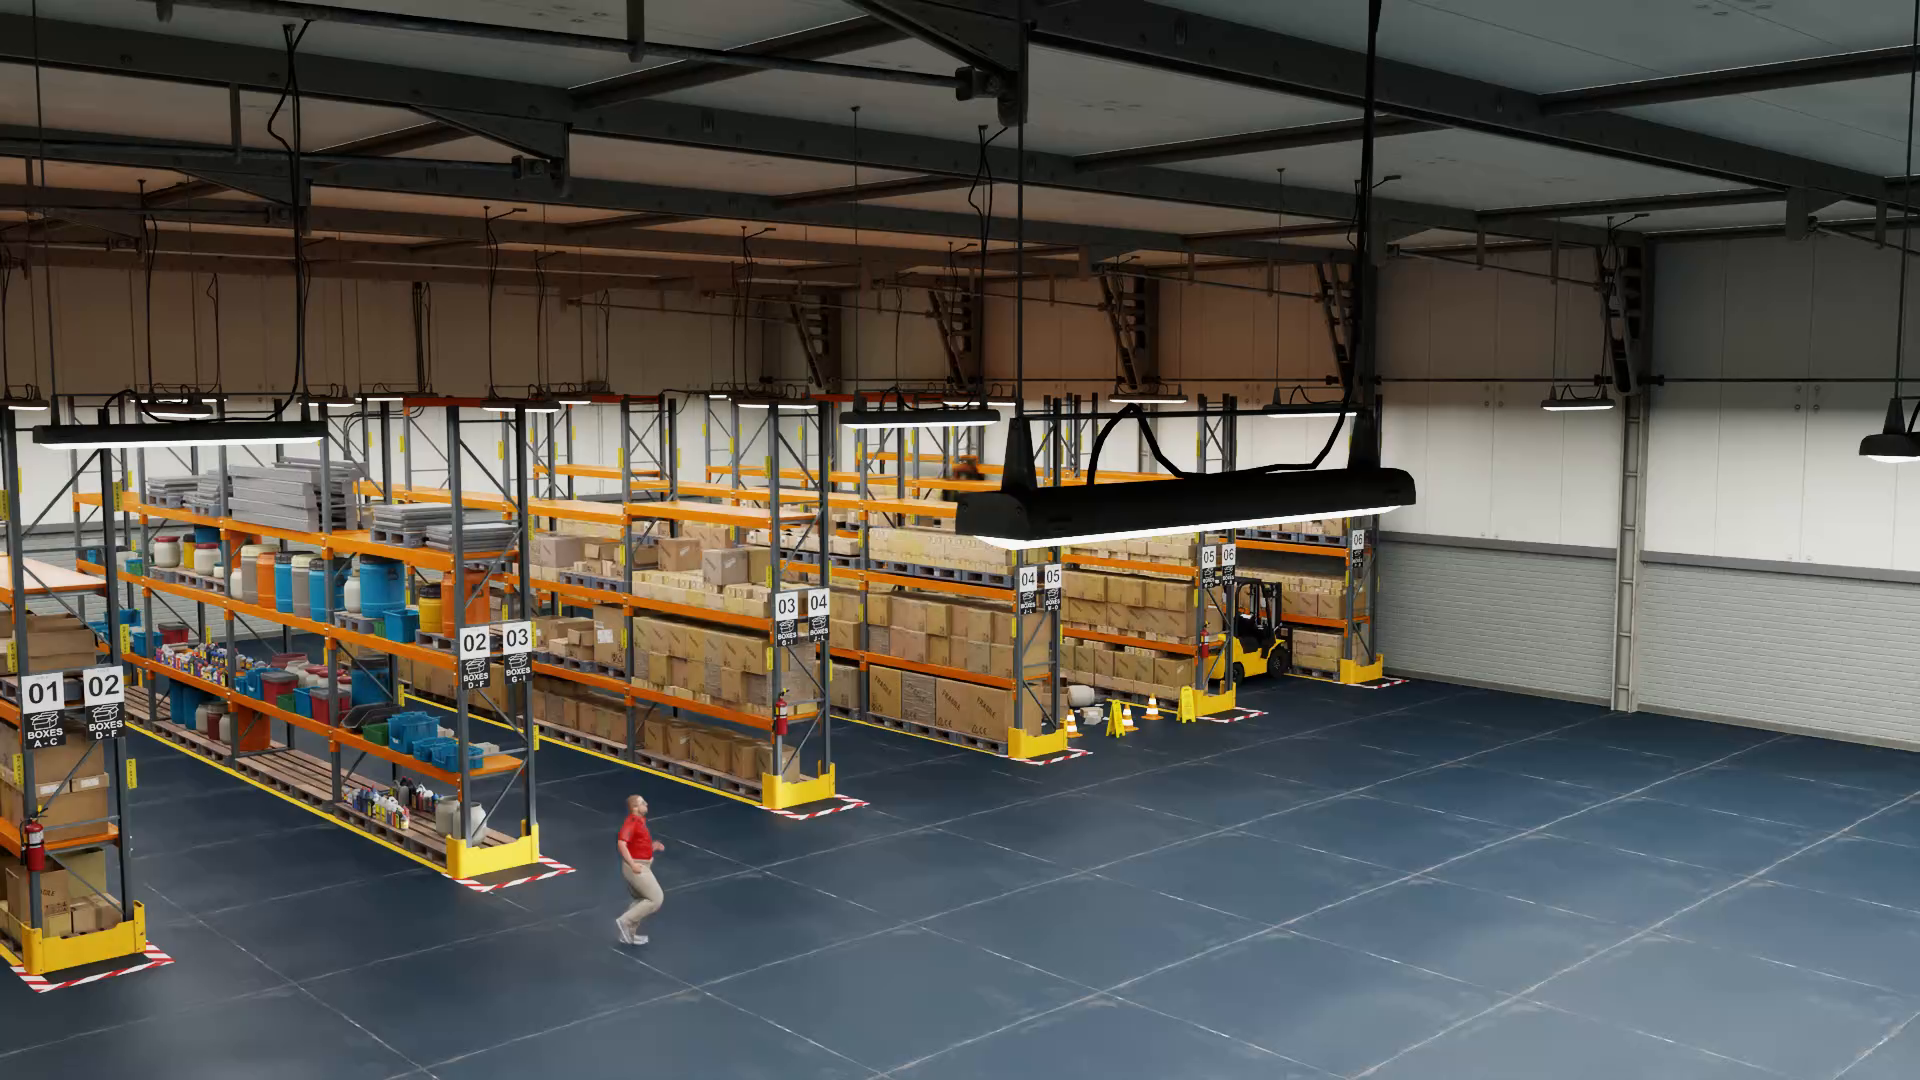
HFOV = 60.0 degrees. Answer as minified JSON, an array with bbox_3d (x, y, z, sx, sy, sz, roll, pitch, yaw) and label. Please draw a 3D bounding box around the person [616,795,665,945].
[{"bbox_3d":[-3.580,3.687,18.608,0.563,1.697,0.710,-1,6,-12],"label":"person"}]
